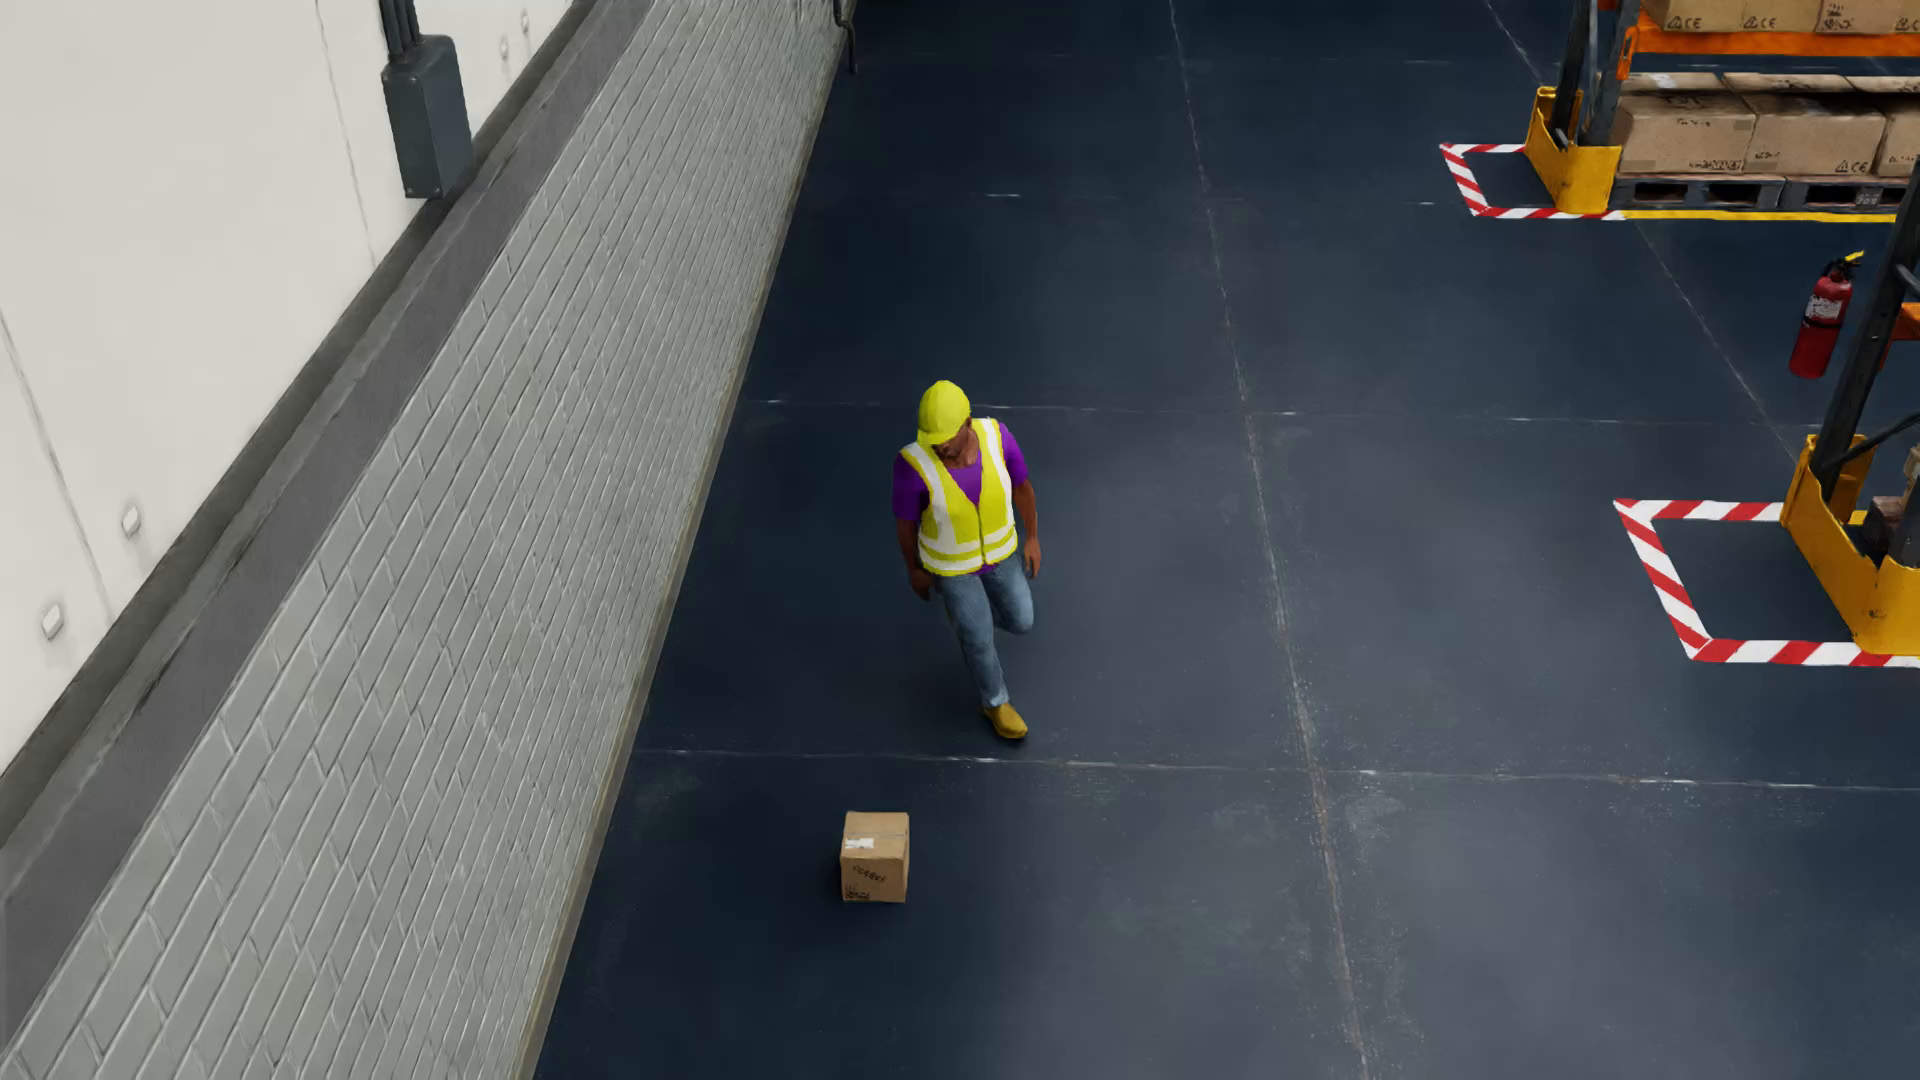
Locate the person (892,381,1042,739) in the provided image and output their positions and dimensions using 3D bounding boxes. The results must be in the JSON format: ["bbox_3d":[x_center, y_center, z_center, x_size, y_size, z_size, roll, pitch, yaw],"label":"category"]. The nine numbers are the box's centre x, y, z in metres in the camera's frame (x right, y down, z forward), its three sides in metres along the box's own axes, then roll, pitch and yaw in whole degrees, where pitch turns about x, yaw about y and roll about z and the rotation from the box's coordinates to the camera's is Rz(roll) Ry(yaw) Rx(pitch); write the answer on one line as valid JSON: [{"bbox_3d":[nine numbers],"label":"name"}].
[{"bbox_3d":[0.015,0.043,7.061,0.609,1.745,0.710,-17,39,-22],"label":"person"}]
